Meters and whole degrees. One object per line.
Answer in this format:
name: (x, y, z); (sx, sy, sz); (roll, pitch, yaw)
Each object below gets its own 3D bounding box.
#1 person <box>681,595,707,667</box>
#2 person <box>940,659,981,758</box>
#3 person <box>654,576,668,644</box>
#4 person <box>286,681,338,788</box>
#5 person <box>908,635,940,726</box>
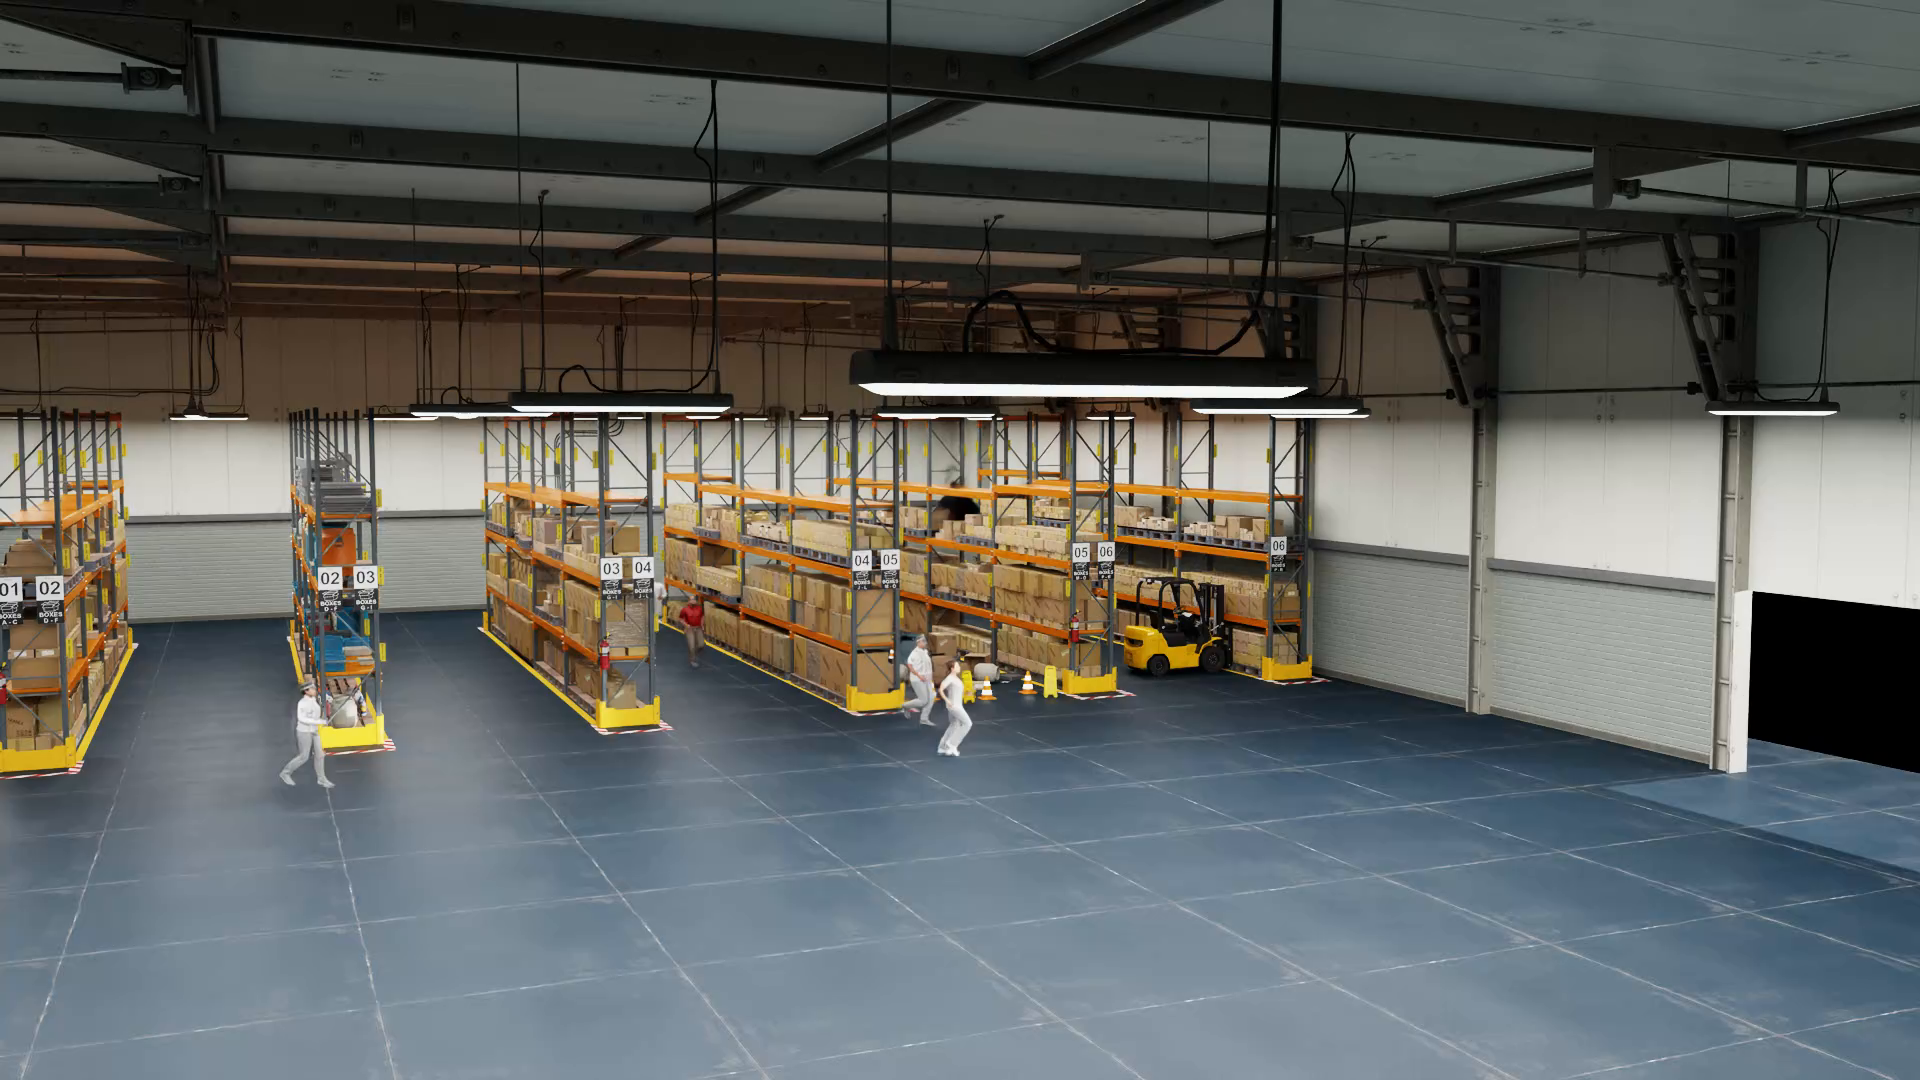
person: (-6.198, 2.144, 38.977); (0.638, 1.695, 0.634); (-2, 5, -29)
person: (0.002, 2.887, 28.572); (0.727, 1.711, 0.531); (1, 4, 9)
person: (-7.995, 1.806, 43.540); (0.704, 1.772, 0.837); (-1, 4, -15)
person: (-10.173, 3.049, 26.143); (0.704, 1.688, 0.640); (0, 4, 0)
person: (-0.679, 2.663, 31.562); (0.605, 1.739, 0.641); (2, 4, 24)
